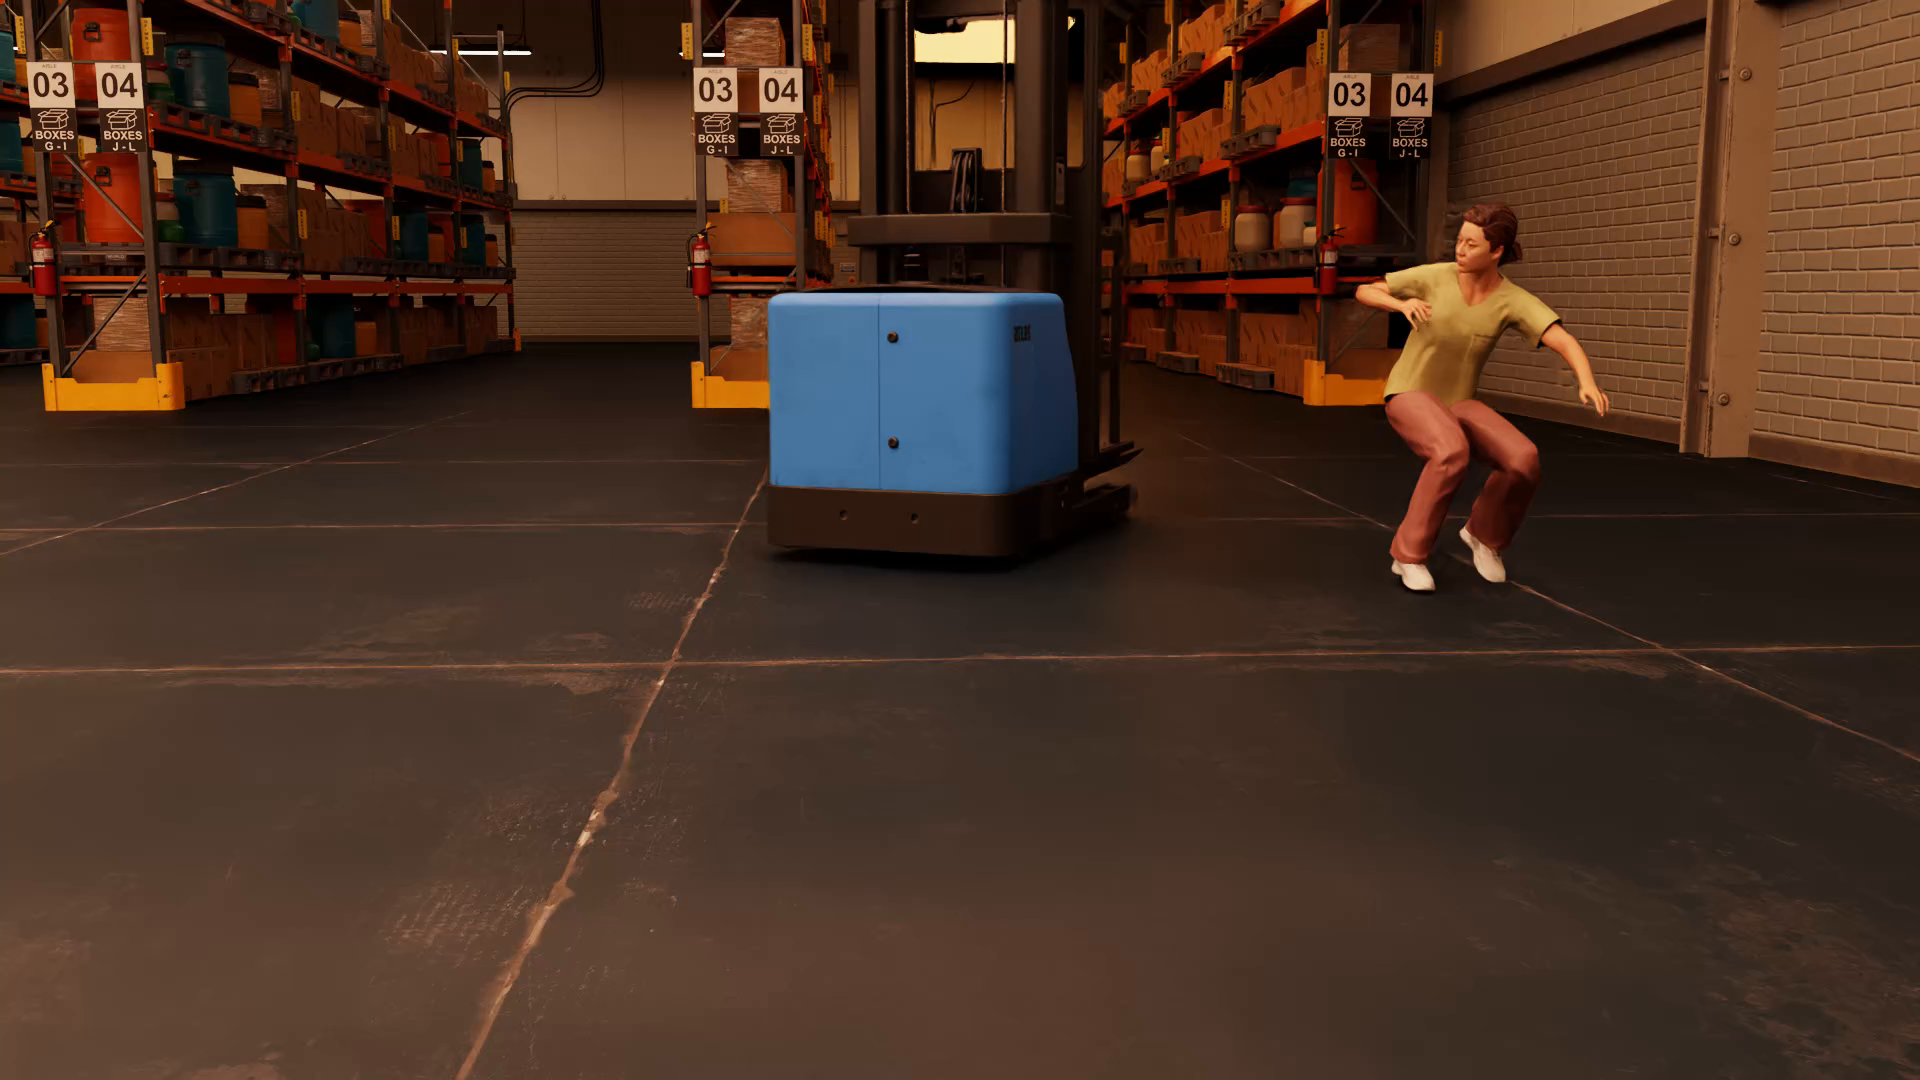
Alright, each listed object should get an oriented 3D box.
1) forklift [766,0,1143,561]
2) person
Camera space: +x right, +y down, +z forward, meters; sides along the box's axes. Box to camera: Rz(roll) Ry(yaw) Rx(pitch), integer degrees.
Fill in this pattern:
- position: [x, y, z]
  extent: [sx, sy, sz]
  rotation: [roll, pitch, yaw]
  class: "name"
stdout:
- position: [0.187, -1.544, 7.730]
  extent: [1.130, 2.935, 3.031]
  rotation: [3, 9, 19]
  class: "forklift"
- position: [1.839, -0.505, 6.015]
  extent: [0.708, 1.398, 0.830]
  rotation: [-1, 9, -9]
  class: "person"
